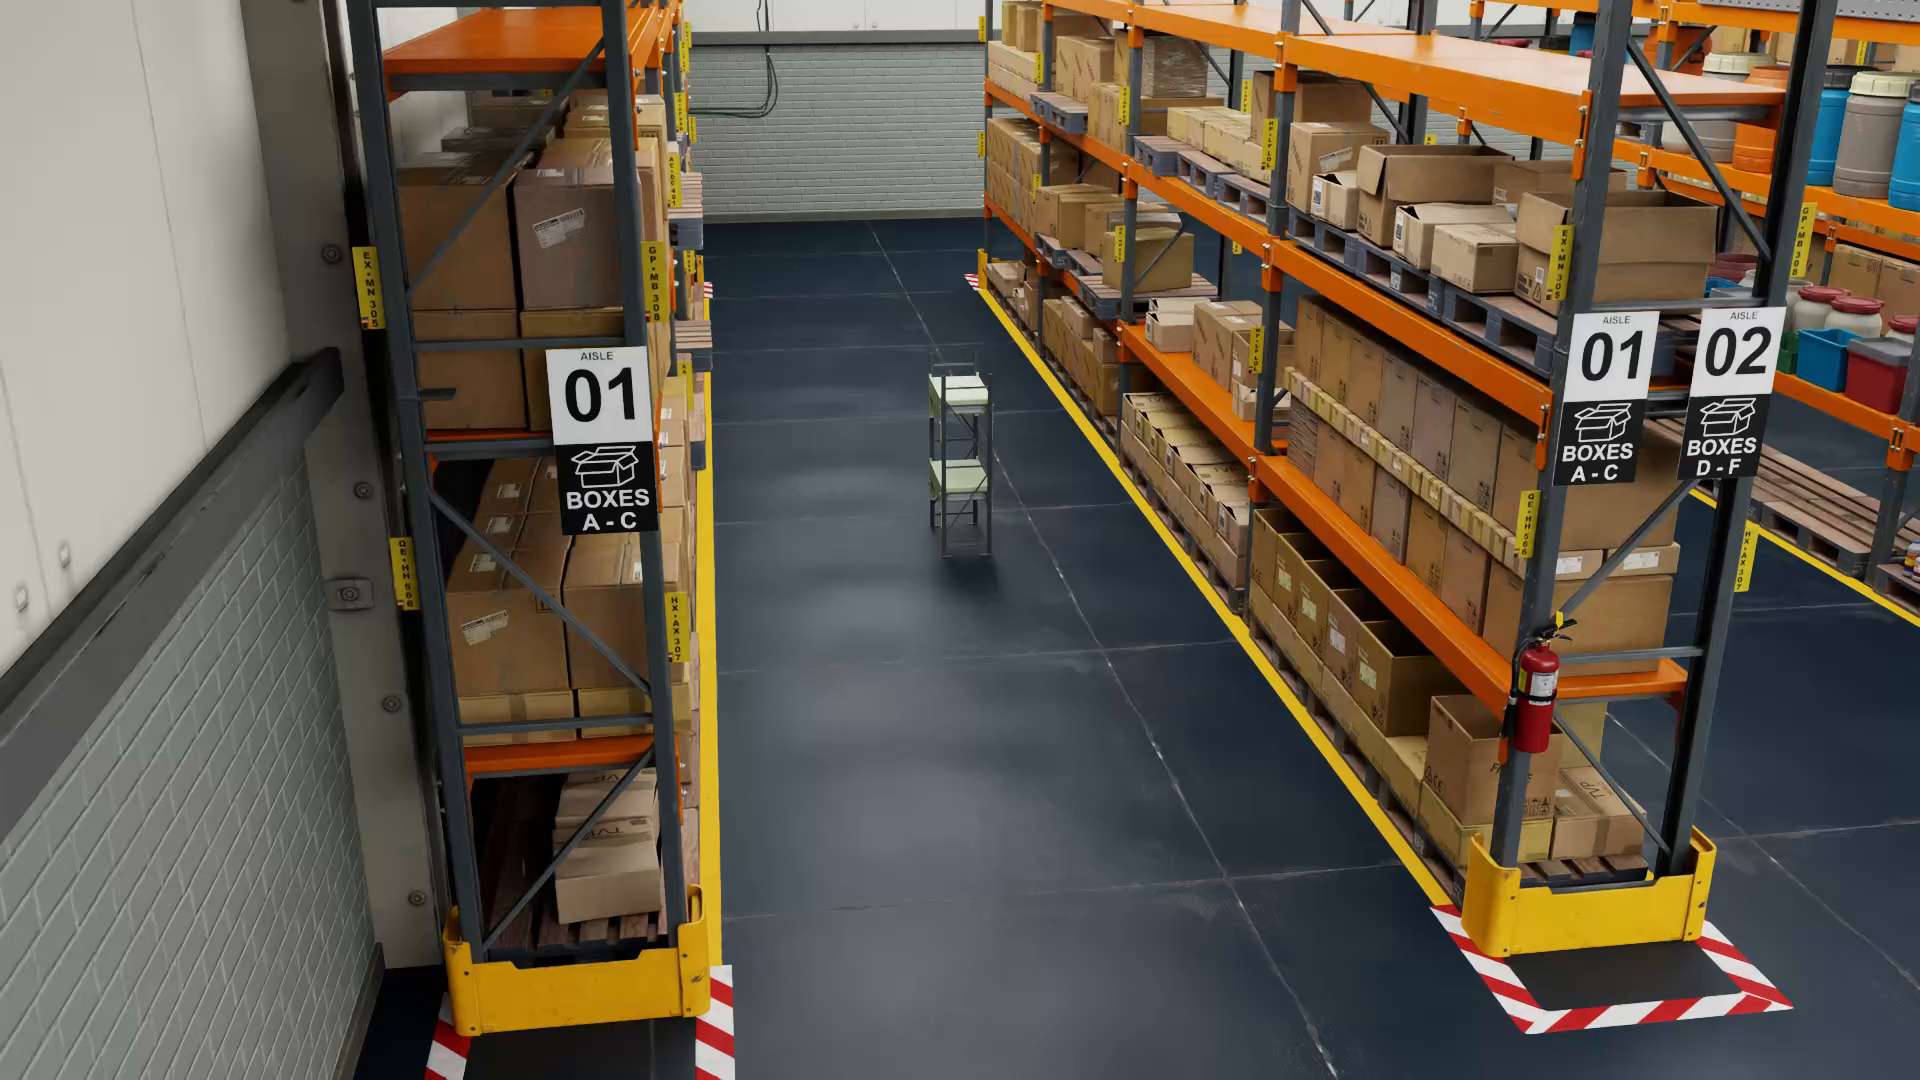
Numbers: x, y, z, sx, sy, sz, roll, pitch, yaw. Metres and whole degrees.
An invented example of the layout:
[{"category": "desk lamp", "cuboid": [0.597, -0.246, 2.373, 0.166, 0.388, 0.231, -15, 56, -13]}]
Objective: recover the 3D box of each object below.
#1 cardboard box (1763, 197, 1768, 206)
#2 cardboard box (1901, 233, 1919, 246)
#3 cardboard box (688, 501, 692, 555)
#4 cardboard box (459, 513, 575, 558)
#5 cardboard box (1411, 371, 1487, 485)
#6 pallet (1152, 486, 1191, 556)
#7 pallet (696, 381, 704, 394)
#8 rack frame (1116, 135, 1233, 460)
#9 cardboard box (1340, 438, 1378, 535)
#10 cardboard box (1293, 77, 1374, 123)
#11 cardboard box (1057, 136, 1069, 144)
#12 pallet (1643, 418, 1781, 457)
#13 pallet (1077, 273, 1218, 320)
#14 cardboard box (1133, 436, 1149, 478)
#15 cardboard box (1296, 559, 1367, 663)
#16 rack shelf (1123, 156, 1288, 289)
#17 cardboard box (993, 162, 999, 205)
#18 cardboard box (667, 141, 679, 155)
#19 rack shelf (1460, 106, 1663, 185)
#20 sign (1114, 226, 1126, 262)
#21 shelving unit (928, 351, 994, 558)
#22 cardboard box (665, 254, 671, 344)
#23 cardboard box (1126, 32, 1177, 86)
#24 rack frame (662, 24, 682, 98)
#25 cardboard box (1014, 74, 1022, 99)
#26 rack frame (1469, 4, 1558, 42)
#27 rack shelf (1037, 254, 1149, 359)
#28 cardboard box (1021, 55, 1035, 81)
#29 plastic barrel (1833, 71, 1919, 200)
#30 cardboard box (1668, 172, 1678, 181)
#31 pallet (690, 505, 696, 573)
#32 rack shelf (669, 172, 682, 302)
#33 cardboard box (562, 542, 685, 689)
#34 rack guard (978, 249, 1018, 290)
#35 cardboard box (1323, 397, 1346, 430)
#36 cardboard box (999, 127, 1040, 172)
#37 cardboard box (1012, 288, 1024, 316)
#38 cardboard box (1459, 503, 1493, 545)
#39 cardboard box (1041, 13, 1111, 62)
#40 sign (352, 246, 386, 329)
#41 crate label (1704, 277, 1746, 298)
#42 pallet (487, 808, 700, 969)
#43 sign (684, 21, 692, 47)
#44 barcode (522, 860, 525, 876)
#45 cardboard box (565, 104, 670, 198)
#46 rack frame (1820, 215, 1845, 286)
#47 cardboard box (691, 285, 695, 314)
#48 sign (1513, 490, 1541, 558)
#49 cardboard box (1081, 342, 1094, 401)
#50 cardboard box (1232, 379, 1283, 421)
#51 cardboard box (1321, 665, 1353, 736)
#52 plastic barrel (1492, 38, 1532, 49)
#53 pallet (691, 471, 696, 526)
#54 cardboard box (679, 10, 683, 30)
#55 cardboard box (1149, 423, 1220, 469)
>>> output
[{"category": "cardboard box", "cuboid": [10.698, -4.421, 21.625, 0.380, 0.149, 0.250, -3, 21, -7]}, {"category": "cardboard box", "cuboid": [11.179, -3.621, 18.981, 0.500, 0.500, 0.500, -3, 21, -9]}, {"category": "cardboard box", "cuboid": [-1.817, -0.018, 9.663, 0.500, 0.250, 0.500, -3, 21, -8]}, {"category": "cardboard box", "cuboid": [-2.101, 0.193, 8.025, 0.500, 0.500, 0.500, -3, 21, -7]}, {"category": "cardboard box", "cuboid": [2.925, -0.632, 9.123, 0.700, 0.500, 0.500, -3, 21, -8]}, {"category": "pallet", "cuboid": [2.241, -0.195, 13.937, 1.003, 0.211, 1.213, -3, 21, -8]}, {"category": "pallet", "cuboid": [-3.125, -1.351, 17.031, 1.003, 0.211, 1.213, -3, 21, -8]}, {"category": "rack frame", "cuboid": [1.989, -2.210, 15.346, 1.000, 3.000, 0.127, -3, 21, -8]}, {"category": "cardboard box", "cuboid": [2.786, -0.362, 10.256, 0.700, 0.500, 0.500, -3, 21, -7]}, {"category": "cardboard box", "cuboid": [2.515, -2.924, 11.512, 0.500, 0.500, 0.500, -3, 21, -7]}, {"category": "cardboard box", "cuboid": [1.474, -4.644, 20.291, 0.500, 0.500, 0.500, -4, 21, -9]}, {"category": "pallet", "cuboid": [6.964, -0.882, 15.776, 1.003, 0.211, 1.213, -3, 21, -8]}, {"category": "pallet", "cuboid": [1.821, -2.351, 15.998, 1.213, 0.211, 1.003, -3, 21, -8]}, {"category": "cardboard box", "cuboid": [1.847, -0.748, 14.763, 0.500, 0.250, 0.500, -3, 21, -9]}, {"category": "cardboard box", "cuboid": [2.466, 0.438, 10.515, 0.500, 0.500, 0.500, -3, 21, -8]}, {"category": "rack shelf", "cuboid": [2.277, -2.586, 13.093, 1.077, 0.370, 4.000, -3, 21, -8]}, {"category": "cardboard box", "cuboid": [0.718, -4.681, 21.820, 0.500, 0.500, 0.500, -3, 21, -8]}, {"category": "cardboard box", "cuboid": [-2.542, -3.096, 13.530, 0.500, 0.311, 0.500, -3, 21, -8]}, {"category": "rack shelf", "cuboid": [6.602, -4.219, 17.467, 1.077, 0.370, 4.000, -3, 21, -8]}, {"category": "sign", "cuboid": [1.453, -2.685, 15.075, 0.100, 0.325, 0.005, -3, 21, -8]}, {"category": "shelving unit", "cuboid": [0.001, -0.700, 13.448, 0.431, 1.500, 0.755, -3, 21, -8]}, {"category": "cardboard box", "cuboid": [-1.681, -1.146, 8.039, 0.500, 0.500, 0.500, -2, 21, -5]}, {"category": "cardboard box", "cuboid": [1.858, -4.458, 15.507, 0.500, 0.500, 0.500, -3, 21, -8]}, {"category": "rack frame", "cuboid": [-3.489, -6.154, 17.332, 1.000, 3.000, 0.127, -3, 21, -8]}, {"category": "cardboard box", "cuboid": [0.936, -5.431, 19.898, 0.500, 0.250, 0.500, -3, 21, -8]}, {"category": "rack frame", "cuboid": [6.314, -6.654, 18.670, 1.000, 3.000, 0.127, -3, 21, -8]}, {"category": "rack shelf", "cuboid": [1.700, -2.565, 17.326, 1.077, 0.370, 4.000, -3, 21, -8]}, {"category": "cardboard box", "cuboid": [1.004, -5.492, 19.346, 0.500, 0.250, 0.500, -3, 21, -8]}, {"category": "plastic barrel", "cuboid": [7.085, -3.105, 12.739, 0.600, 0.901, 0.600, 0, 20, 0]}, {"category": "cardboard box", "cuboid": [10.363, -5.221, 23.767, 0.380, 0.149, 0.250, -3, 21, -7]}, {"category": "pallet", "cuboid": [-2.629, 0.040, 13.308, 1.003, 0.211, 1.213, -3, 21, -8]}, {"category": "rack shelf", "cuboid": [-2.625, -2.335, 12.421, 1.077, 0.370, 4.000, -3, 21, -8]}, {"category": "cardboard box", "cuboid": [-1.531, 0.340, 7.632, 0.500, 0.500, 0.500, -3, 21, -8]}, {"category": "rack guard", "cuboid": [0.846, -3.783, 23.129, 1.175, 0.500, 0.348, -3, 21, -8]}, {"category": "cardboard box", "cuboid": [2.527, -0.806, 10.517, 0.380, 0.149, 0.250, -3, 21, -8]}, {"category": "cardboard box", "cuboid": [0.788, -4.974, 21.175, 0.500, 0.500, 0.500, -3, 21, -7]}, {"category": "cardboard box", "cuboid": [0.941, -2.984, 20.633, 0.500, 0.311, 0.500, -3, 21, -8]}, {"category": "cardboard box", "cuboid": [2.822, -0.093, 8.607, 0.380, 0.149, 0.250, -3, 21, -9]}, {"category": "cardboard box", "cuboid": [1.304, -5.682, 18.782, 0.700, 0.500, 0.500, -3, 21, -8]}, {"category": "sign", "cuboid": [-2.312, -0.988, 6.521, 0.100, 0.325, 0.005, -3, 21, -8]}, {"category": "crate label", "cuboid": [6.766, -2.117, 15.048, 0.502, 0.435, 0.616, -3, 21, -8]}, {"category": "pallet", "cuboid": [-1.853, 1.808, 8.574, 1.003, 0.211, 1.213, -3, 21, -8]}, {"category": "sign", "cuboid": [-3.527, -6.534, 21.484, 0.100, 0.325, 0.005, -3, 21, -8]}, {"category": "barcode", "cuboid": [-2.169, 1.630, 8.266, 0.001, 0.075, 0.075, -3, 21, -8]}, {"category": "cardboard box", "cuboid": [-1.906, -2.154, 9.308, 0.500, 0.500, 0.500, -2, 21, -5]}, {"category": "rack frame", "cuboid": [11.215, -4.093, 20.388, 1.000, 3.000, 0.127, -3, 21, -8]}, {"category": "cardboard box", "cuboid": [-3.267, -2.315, 18.099, 0.750, 0.750, 0.750, -3, 21, -7]}, {"category": "sign", "cuboid": [2.603, -0.071, 7.626, 0.100, 0.325, 0.005, -3, 21, -8]}, {"category": "cardboard box", "cuboid": [1.547, -1.736, 17.021, 0.500, 0.500, 0.500, -4, 21, -10]}, {"category": "cardboard box", "cuboid": [2.257, -1.057, 12.452, 0.396, 0.266, 0.258, -3, 21, -9]}, {"category": "cardboard box", "cuboid": [2.544, 0.962, 10.184, 0.500, 0.250, 0.500, -3, 21, -8]}, {"category": "plastic barrel", "cuboid": [6.142, -5.314, 18.576, 0.433, 0.535, 0.433, 0, 20, 0]}, {"category": "pallet", "cuboid": [-2.802, -0.382, 14.437, 1.003, 0.211, 1.213, -3, 21, -8]}, {"category": "cardboard box", "cuboid": [-3.472, -5.883, 19.293, 0.500, 0.500, 0.500, -3, 21, -7]}, {"category": "cardboard box", "cuboid": [1.929, -0.827, 14.171, 0.500, 0.311, 0.500, -3, 21, -9]}]
